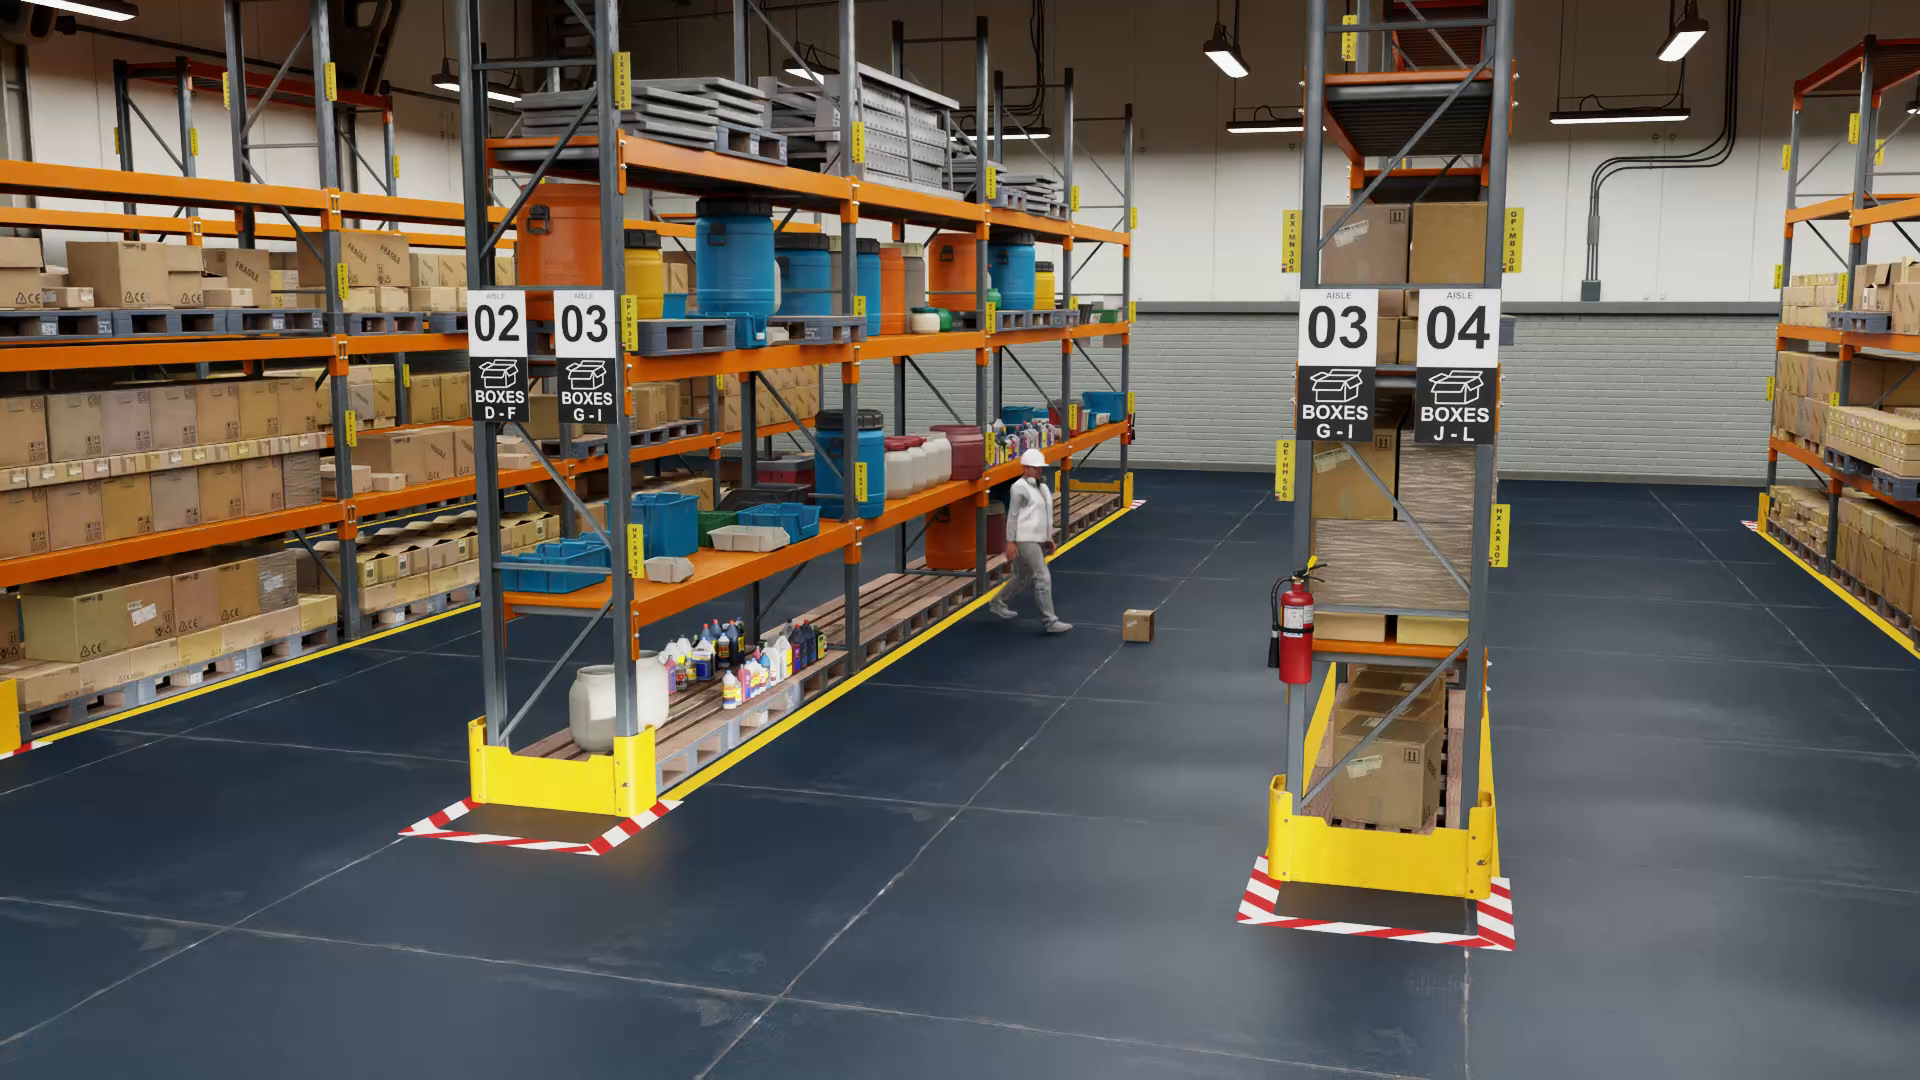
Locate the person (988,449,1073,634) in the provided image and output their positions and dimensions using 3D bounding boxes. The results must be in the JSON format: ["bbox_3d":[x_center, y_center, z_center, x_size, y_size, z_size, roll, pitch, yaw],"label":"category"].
[{"bbox_3d":[0.690,-0.006,15.900,0.999,1.743,0.557,5,9,29],"label":"person"}]
